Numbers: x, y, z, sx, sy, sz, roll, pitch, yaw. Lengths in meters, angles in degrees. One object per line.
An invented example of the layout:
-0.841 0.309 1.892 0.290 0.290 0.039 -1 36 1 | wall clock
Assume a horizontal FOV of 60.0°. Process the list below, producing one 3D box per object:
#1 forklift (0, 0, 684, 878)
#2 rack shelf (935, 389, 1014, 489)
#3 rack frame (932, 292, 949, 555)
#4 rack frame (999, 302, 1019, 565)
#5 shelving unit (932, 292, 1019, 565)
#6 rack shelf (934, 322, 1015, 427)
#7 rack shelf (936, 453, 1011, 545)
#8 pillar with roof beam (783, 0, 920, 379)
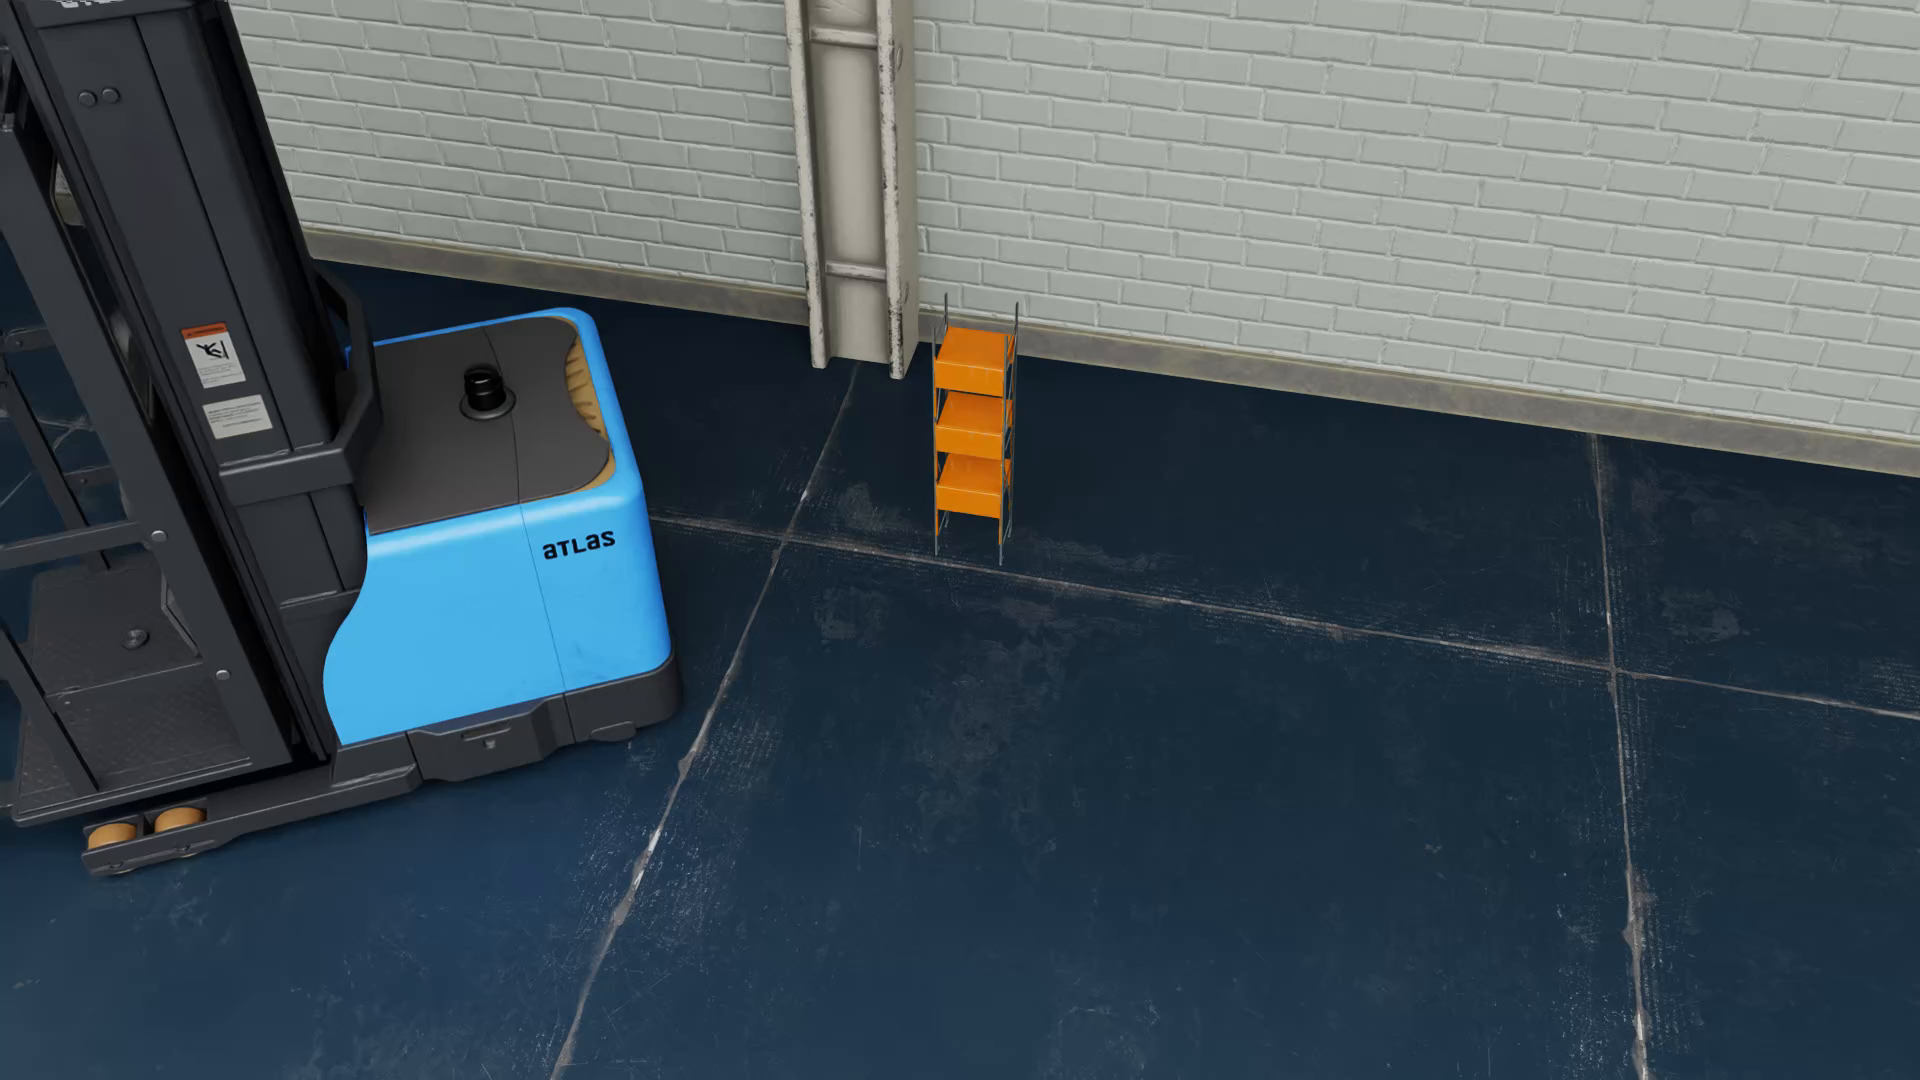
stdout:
-2.503 -0.432 4.585 3.031 2.935 1.130 -13 45 -13 | forklift
0.052 -0.363 5.885 0.240 0.259 0.215 9 45 9 | rack shelf
-0.067 -0.389 5.897 0.008 1.050 0.200 9 45 9 | rack frame
0.171 -0.352 5.858 0.008 1.050 0.200 9 45 9 | rack frame
0.052 -0.370 5.877 0.252 1.050 0.215 9 45 9 | shelving unit
0.052 -0.567 5.688 0.240 0.259 0.215 9 45 9 | rack shelf
0.052 -0.162 6.078 0.240 0.259 0.215 9 45 9 | rack shelf
-1.338 -1.133 0.938 0.400 9.000 9.100 9 45 9 | pillar with roof beam
